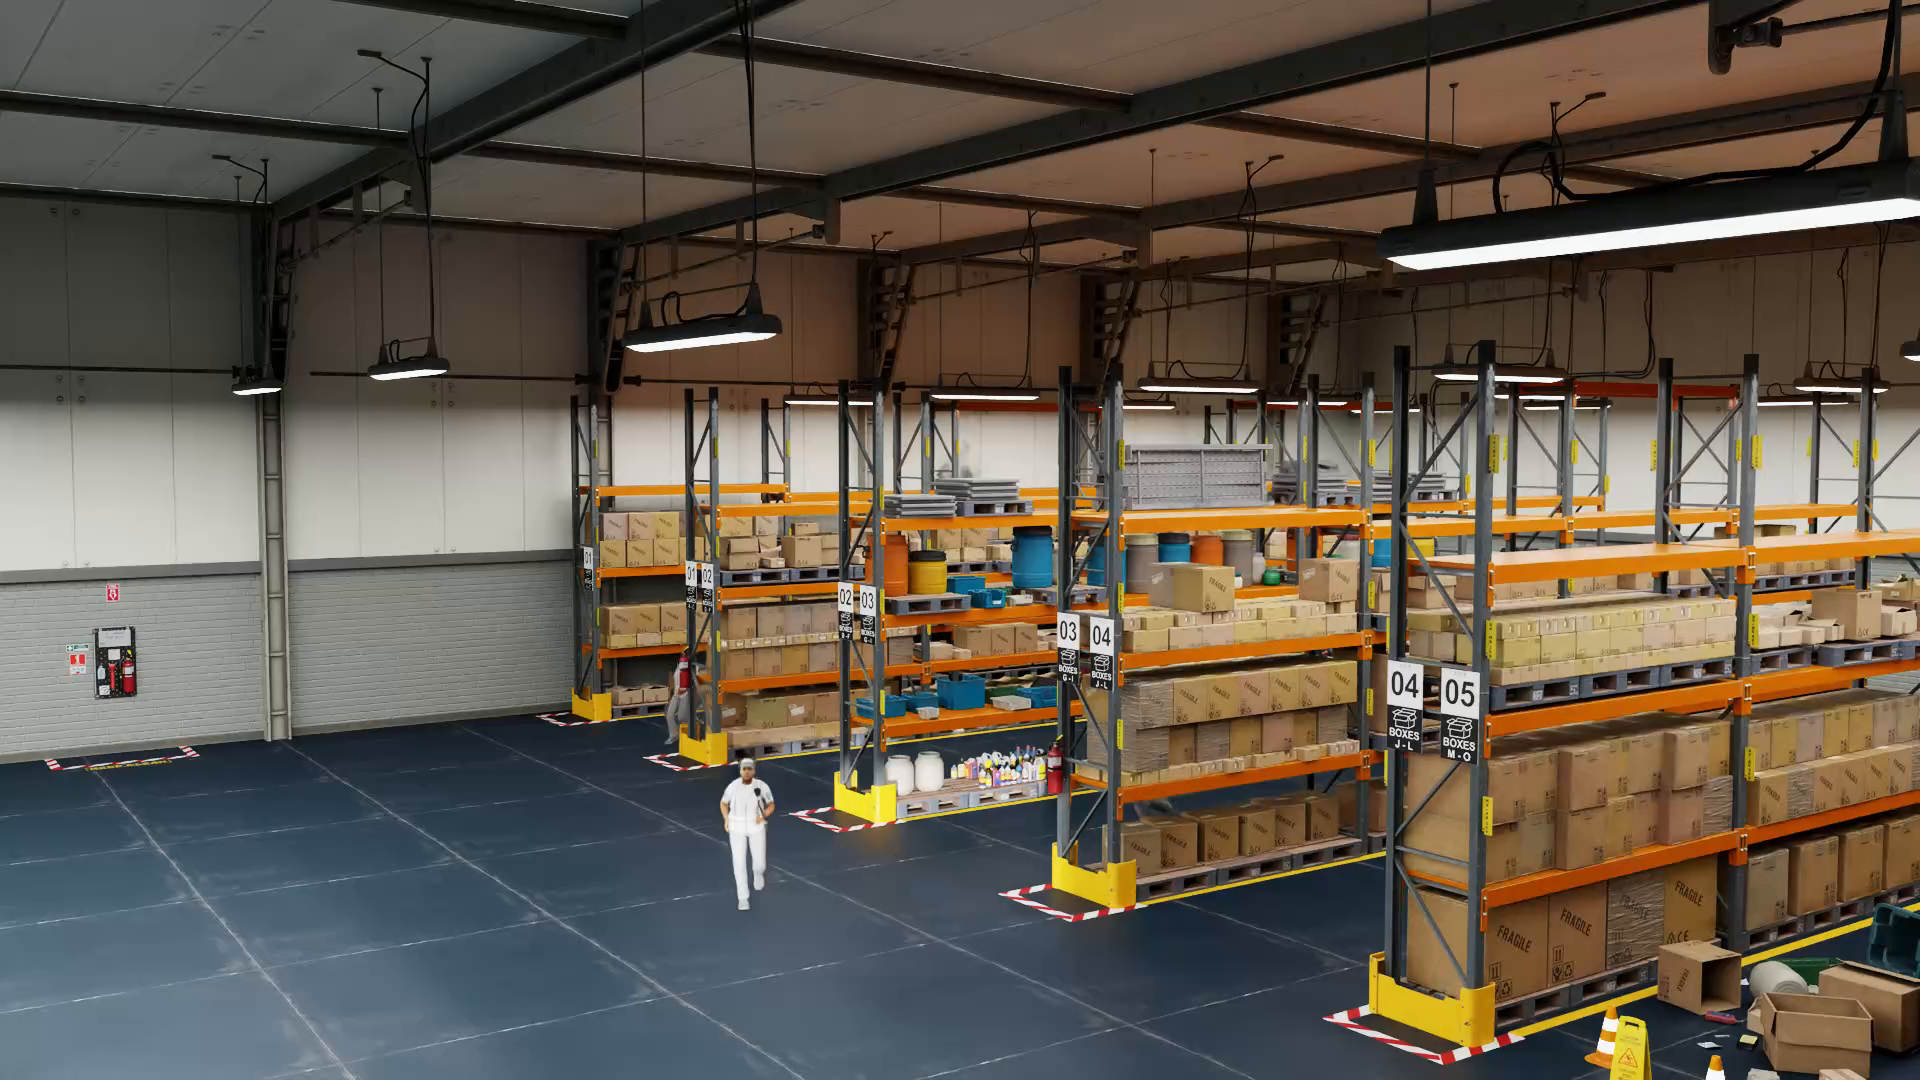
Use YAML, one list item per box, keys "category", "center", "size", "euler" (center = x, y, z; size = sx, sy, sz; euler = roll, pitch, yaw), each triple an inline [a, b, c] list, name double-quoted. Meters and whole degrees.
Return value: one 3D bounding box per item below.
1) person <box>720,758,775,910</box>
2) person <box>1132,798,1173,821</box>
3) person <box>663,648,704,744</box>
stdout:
- category: "person"
  center: [-2.373, 3.236, 18.532]
  size: [0.616, 1.625, 0.737]
  euler: [0, 3, -5]
- category: "person"
  center: [2.493, 2.989, 21.825]
  size: [0.605, 1.720, 0.657]
  euler: [-3, 5, -43]
- category: "person"
  center: [-4.658, 2.656, 28.359]
  size: [0.614, 1.670, 0.737]
  euler: [3, 5, 44]
